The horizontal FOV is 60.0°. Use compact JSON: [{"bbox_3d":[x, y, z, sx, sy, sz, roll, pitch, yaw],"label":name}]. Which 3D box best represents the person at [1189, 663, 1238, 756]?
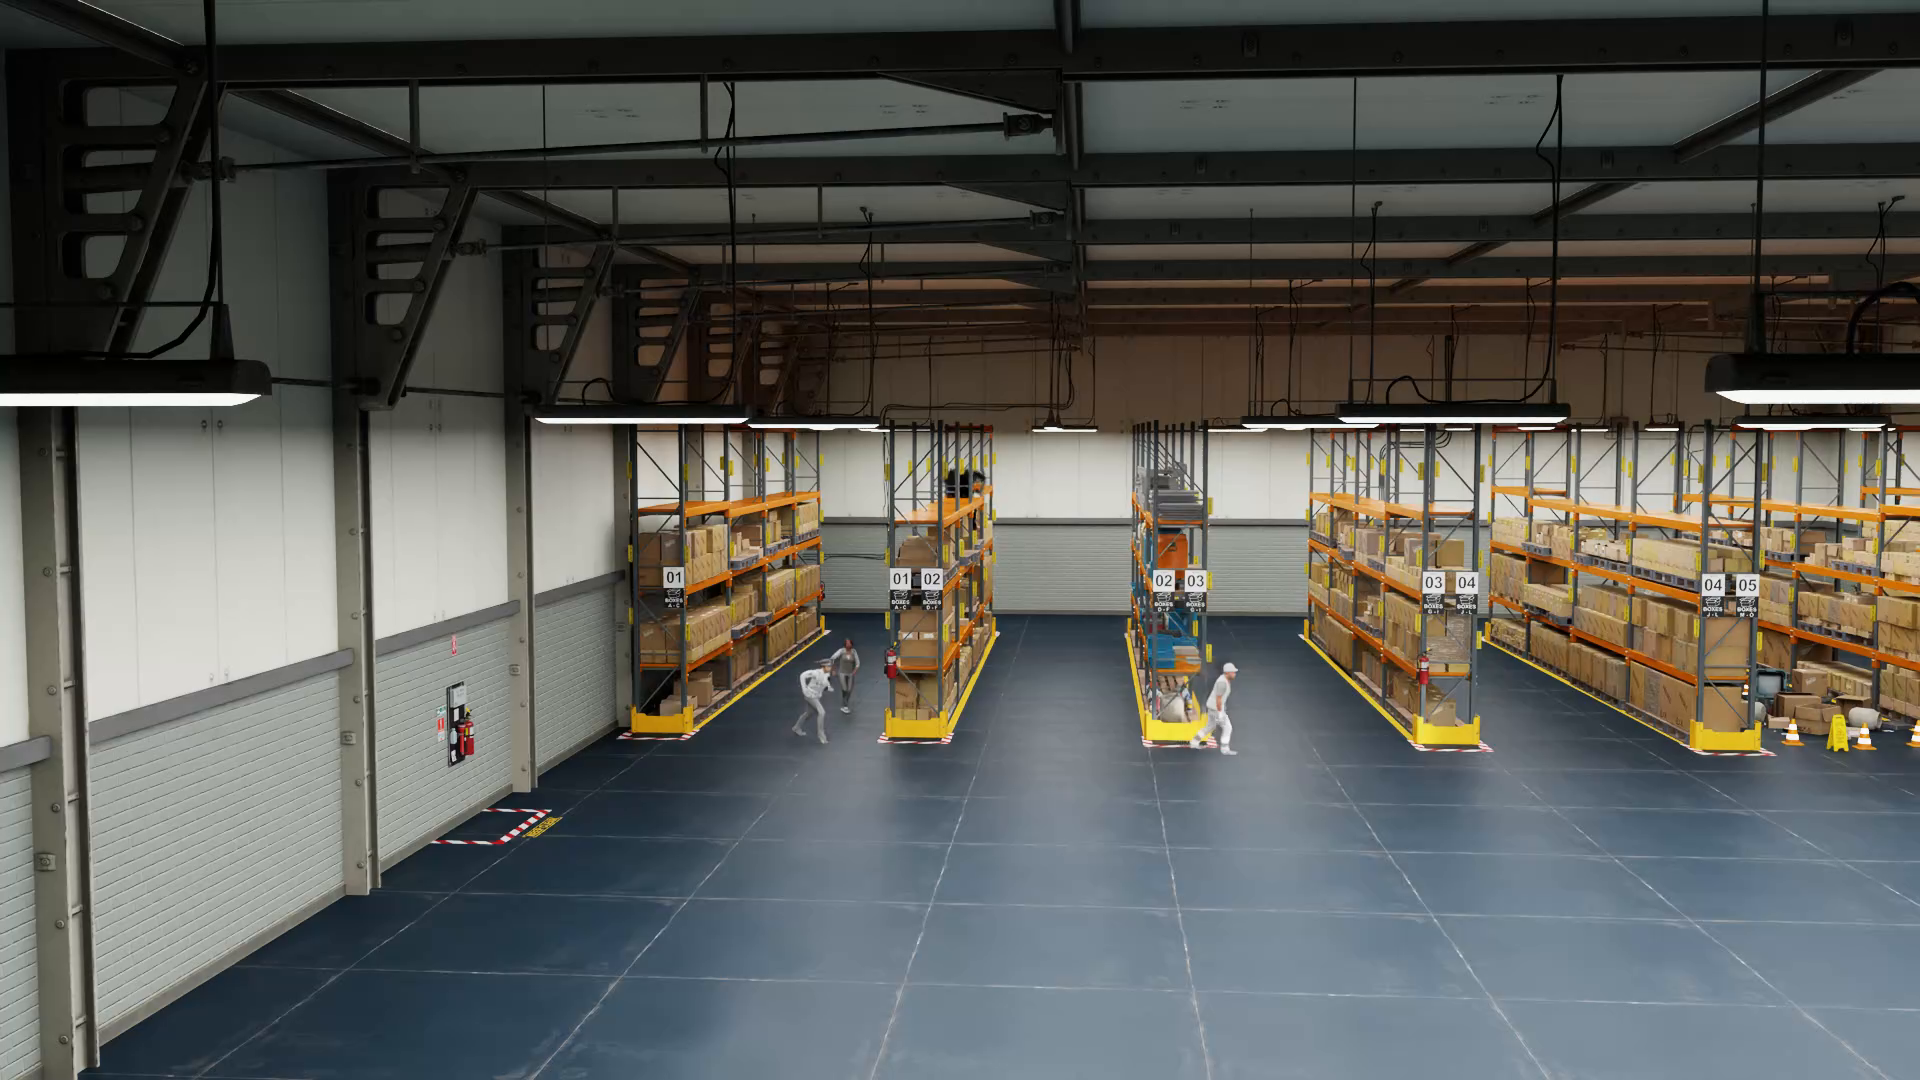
[{"bbox_3d":[4.526,3.014,29.755,0.923,1.673,0.639,1,4,19],"label":"person"}]

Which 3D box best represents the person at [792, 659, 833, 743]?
[{"bbox_3d":[-2.781,2.999,31.051,0.954,1.619,0.658,2,4,34],"label":"person"}]

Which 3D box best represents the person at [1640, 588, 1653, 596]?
[{"bbox_3d":[19.522,1.891,47.326,0.740,1.748,0.559,1,4,11],"label":"person"}]

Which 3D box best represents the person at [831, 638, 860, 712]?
[{"bbox_3d":[-2.356,2.788,34.234,0.610,1.546,0.507,-1,4,-11],"label":"person"}]
